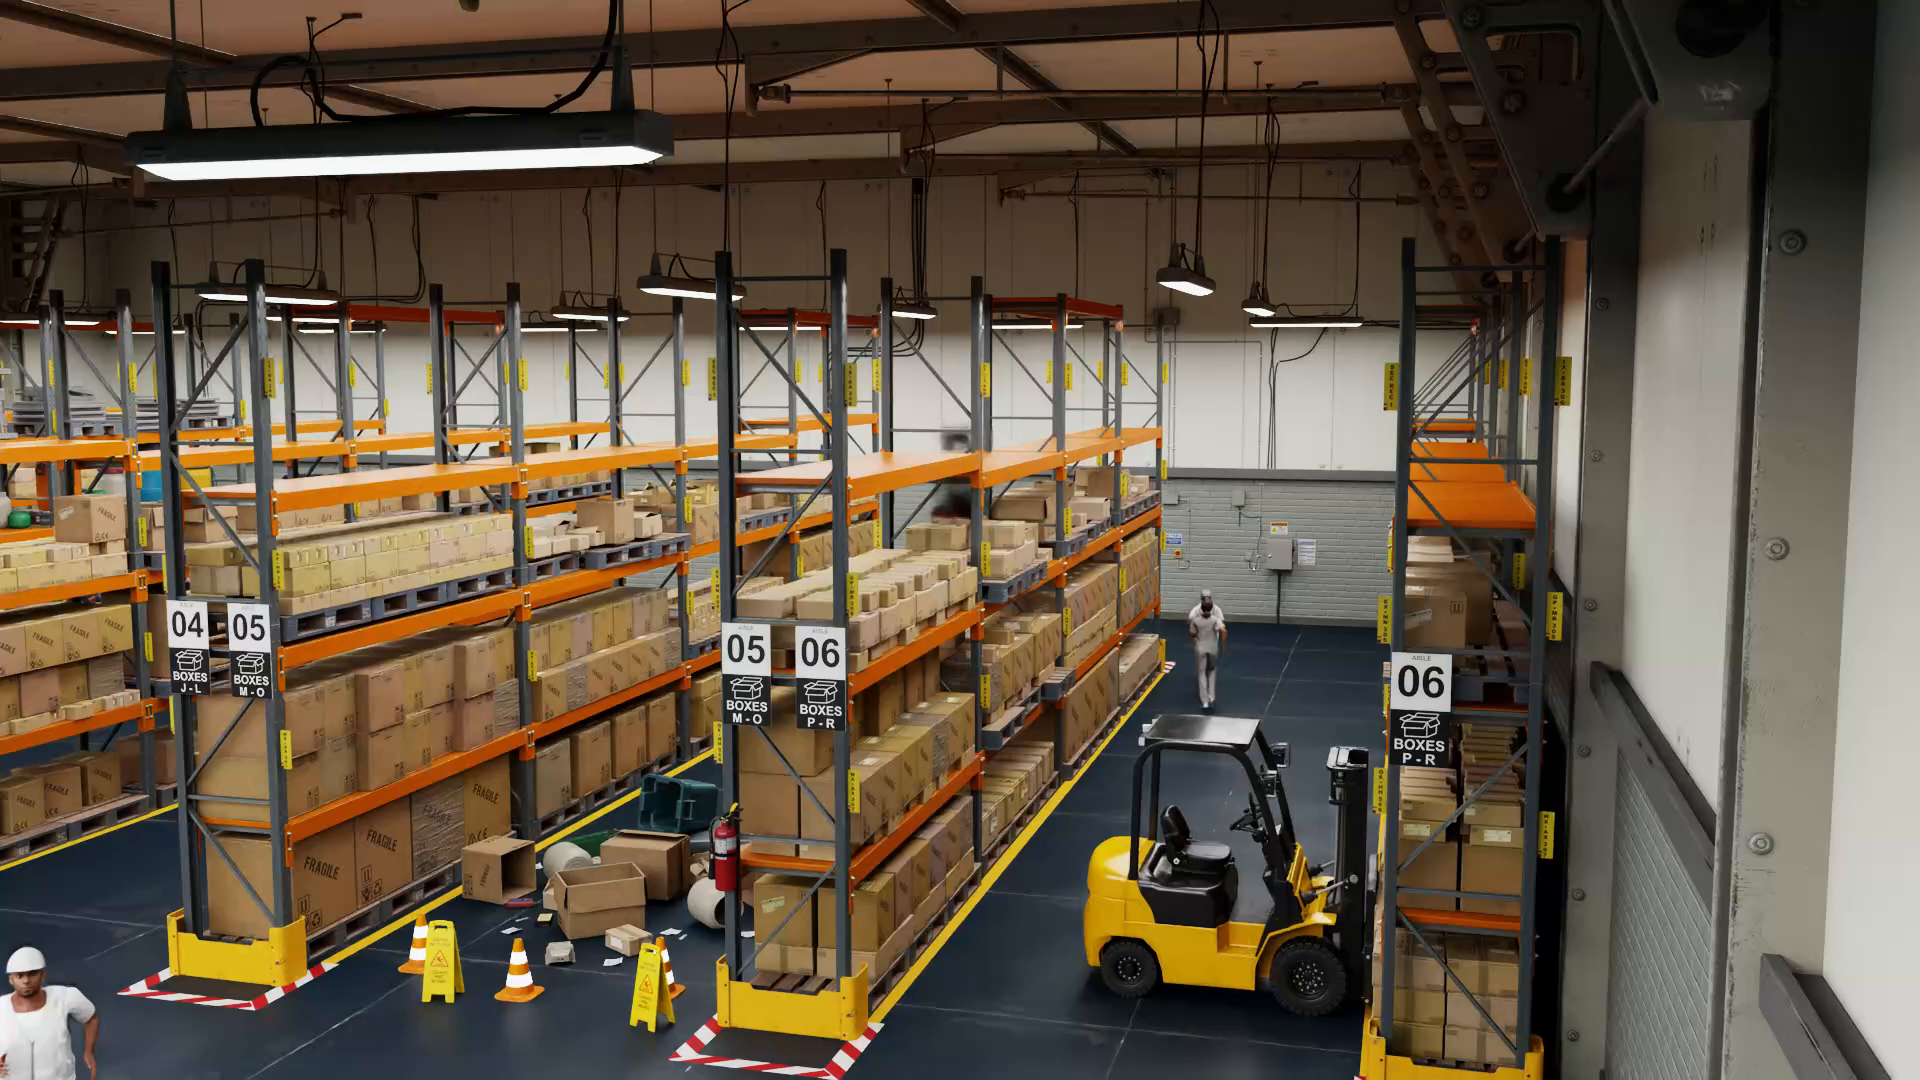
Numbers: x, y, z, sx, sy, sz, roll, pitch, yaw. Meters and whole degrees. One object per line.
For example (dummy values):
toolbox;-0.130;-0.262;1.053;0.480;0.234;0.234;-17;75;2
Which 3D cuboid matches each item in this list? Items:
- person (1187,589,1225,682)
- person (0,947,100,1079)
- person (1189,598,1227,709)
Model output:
person;3.882;1.589;26.295;0.608;1.629;0.607;0;6;3
person;-5.438;3.248;9.768;0.708;1.747;0.968;-3;7;-26
person;3.674;1.721;24.719;0.532;1.724;0.754;0;6;1
